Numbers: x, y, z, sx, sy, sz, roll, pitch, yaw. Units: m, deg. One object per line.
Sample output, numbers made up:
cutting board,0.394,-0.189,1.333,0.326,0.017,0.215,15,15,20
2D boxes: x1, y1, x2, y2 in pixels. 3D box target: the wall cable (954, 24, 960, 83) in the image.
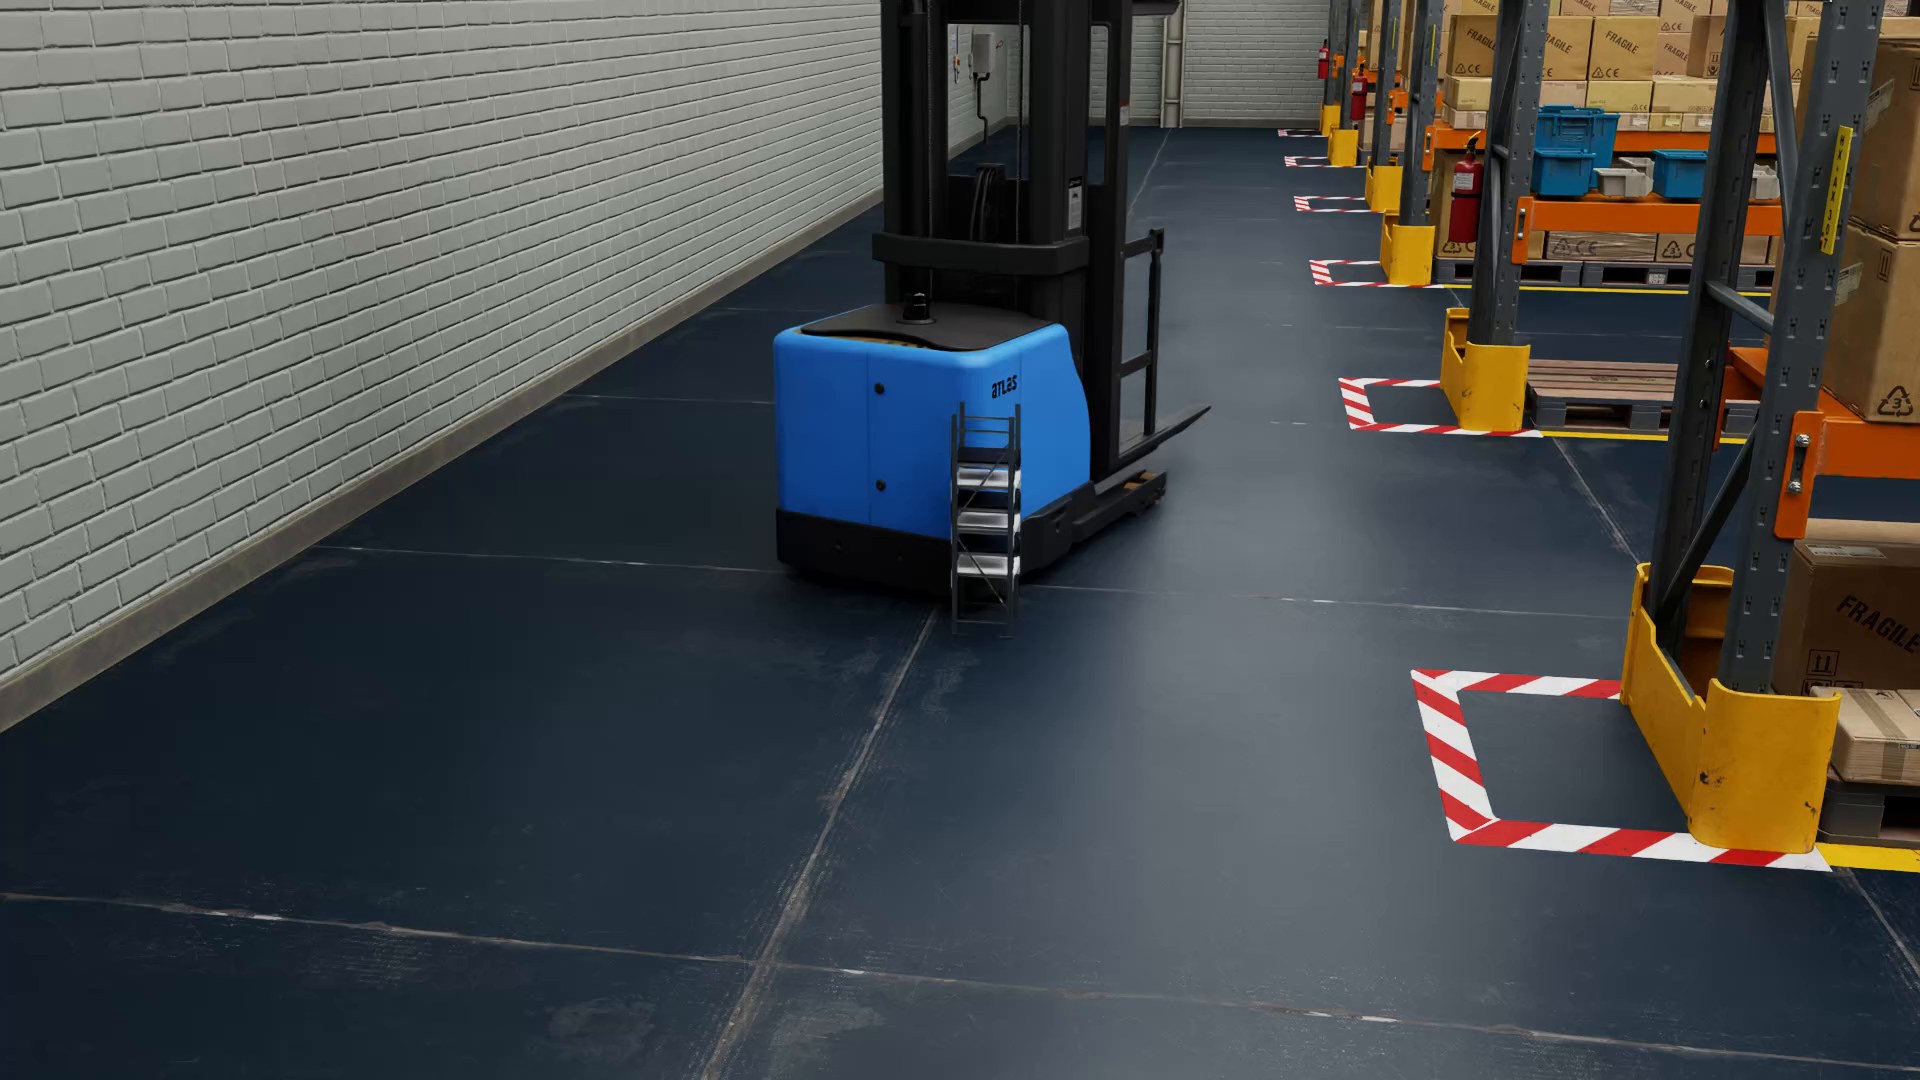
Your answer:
wall cable,-0.028,-7.663,24.249,0.123,1.953,0.585,3,19,9

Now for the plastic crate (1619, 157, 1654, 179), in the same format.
plastic crate,4.020,-2.153,9.752,0.243,0.136,0.396,3,19,9

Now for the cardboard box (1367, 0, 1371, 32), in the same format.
cardboard box,6.057,-7.462,23.565,0.500,0.500,0.500,4,19,10

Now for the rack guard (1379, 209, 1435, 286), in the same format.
rack guard,3.948,-2.601,14.710,0.348,0.500,1.175,3,19,9

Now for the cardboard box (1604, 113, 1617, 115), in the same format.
cardboard box,5.285,-3.494,13.835,0.250,0.149,0.380,3,19,8

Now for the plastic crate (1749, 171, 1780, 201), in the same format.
plastic crate,4.351,-1.945,9.132,0.298,0.136,0.250,3,19,9

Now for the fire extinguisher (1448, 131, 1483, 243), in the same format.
fire extinguisher,3.109,-2.170,10.192,0.183,0.674,0.296,3,19,9

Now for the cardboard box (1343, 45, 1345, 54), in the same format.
cardboard box,6.697,-8.394,28.478,0.250,0.149,0.380,3,19,8

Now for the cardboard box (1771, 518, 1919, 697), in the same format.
cardboard box,2.972,0.245,5.511,0.500,0.500,0.500,3,19,9

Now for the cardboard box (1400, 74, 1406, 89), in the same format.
cardboard box,5.225,-5.287,19.194,0.250,0.149,0.380,3,19,9

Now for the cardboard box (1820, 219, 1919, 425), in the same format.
cardboard box,2.793,-0.625,4.706,0.500,0.500,0.500,3,19,10

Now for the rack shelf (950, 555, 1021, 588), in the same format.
rack shelf,0.102,0.126,6.602,0.258,0.077,0.200,3,19,8

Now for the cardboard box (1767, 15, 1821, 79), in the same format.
cardboard box,7.004,-4.141,13.959,0.500,0.500,0.500,3,19,9

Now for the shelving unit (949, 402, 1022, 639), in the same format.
shelving unit,0.102,-0.076,6.534,0.258,0.900,0.210,3,19,8

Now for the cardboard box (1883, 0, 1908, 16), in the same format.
cardboard box,12.382,-6.976,22.113,0.500,0.500,0.500,3,19,10

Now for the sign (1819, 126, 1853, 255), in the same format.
sign,2.311,-0.923,4.390,0.005,0.325,0.100,3,19,9

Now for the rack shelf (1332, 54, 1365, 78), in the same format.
rack shelf,8.302,-8.003,28.050,4.000,0.370,1.077,3,19,9

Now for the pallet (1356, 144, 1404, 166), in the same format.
pallet,6.345,-5.552,23.984,1.213,0.211,1.003,3,19,9

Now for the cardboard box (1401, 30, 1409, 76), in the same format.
cardboard box,5.342,-5.581,19.049,0.500,0.500,0.500,3,19,10

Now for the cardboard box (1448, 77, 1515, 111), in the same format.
cardboard box,4.403,-3.747,13.962,0.500,0.250,0.500,2,19,7

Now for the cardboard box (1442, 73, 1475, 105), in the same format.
cardboard box,4.492,-3.914,14.462,0.500,0.250,0.500,3,19,8

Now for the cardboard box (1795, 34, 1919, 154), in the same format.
cardboard box,2.880,-1.267,5.051,0.500,0.500,0.500,3,19,8

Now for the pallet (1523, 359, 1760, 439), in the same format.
pallet,3.994,-0.858,9.955,1.213,0.211,1.003,3,19,9

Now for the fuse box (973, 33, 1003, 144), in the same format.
fuse box,0.450,-7.206,26.565,0.414,1.711,0.539,3,19,9

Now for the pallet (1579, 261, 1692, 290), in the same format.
pallet,5.974,-2.385,14.520,1.213,0.211,1.003,3,19,9

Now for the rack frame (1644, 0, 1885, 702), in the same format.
rack frame,2.396,-0.682,5.035,0.127,3.000,1.000,3,19,9

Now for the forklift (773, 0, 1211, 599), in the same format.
forklift,0.366,-1.569,7.793,1.130,2.935,3.031,10,21,28

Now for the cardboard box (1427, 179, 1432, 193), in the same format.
cardboard box,5.325,-4.055,18.946,0.250,0.149,0.380,3,19,10

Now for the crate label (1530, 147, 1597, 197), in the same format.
crate label,3.377,-2.067,9.344,0.303,0.233,0.416,3,19,9

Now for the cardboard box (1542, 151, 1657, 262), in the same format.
cardboard box,5.515,-2.924,14.422,0.875,0.875,0.875,3,19,9

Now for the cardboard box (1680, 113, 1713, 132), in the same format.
cardboard box,6.048,-3.455,13.720,0.250,0.149,0.380,3,19,10

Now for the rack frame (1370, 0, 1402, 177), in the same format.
rack frame,4.858,-5.334,18.939,0.127,3.000,1.000,3,19,9

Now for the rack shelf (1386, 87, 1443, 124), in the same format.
rack shelf,6.833,-4.892,18.752,4.000,0.370,1.077,3,19,9

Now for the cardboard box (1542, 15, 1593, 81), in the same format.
cardboard box,4.896,-4.077,13.767,0.500,0.500,0.500,2,19,7

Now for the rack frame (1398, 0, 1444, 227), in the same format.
rack frame,3.971,-3.785,14.310,0.127,3.000,1.000,3,19,9

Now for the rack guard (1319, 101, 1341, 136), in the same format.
rack guard,6.402,-7.256,28.622,0.348,0.500,1.175,3,19,9

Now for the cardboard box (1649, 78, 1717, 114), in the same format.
cardboard box,5.928,-3.671,13.737,0.500,0.250,0.500,3,19,8

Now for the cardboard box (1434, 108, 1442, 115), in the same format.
cardboard box,8.260,-7.285,28.048,0.500,0.500,0.500,3,19,10

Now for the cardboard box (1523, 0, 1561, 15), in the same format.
cardboard box,6.268,-5.834,18.232,0.500,0.500,0.500,2,19,7

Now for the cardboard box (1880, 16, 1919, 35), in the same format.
cardboard box,7.425,-3.949,13.385,0.500,0.500,0.500,3,19,10

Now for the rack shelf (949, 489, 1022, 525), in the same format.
rack shelf,0.102,-0.130,6.516,0.258,0.077,0.200,3,19,8

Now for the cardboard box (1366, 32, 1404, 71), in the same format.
cardboard box,5.972,-6.823,23.232,0.500,0.500,0.500,3,19,8

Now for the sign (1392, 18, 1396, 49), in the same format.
sign,4.772,-5.575,18.293,0.005,0.325,0.100,3,19,9

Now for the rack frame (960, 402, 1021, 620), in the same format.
rack frame,0.117,-0.108,6.629,0.240,0.900,0.006,3,19,8

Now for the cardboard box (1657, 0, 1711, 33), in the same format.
cardboard box,7.789,-5.759,18.006,0.500,0.500,0.500,2,19,7

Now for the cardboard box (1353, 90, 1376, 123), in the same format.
cardboard box,6.916,-7.400,28.386,0.637,0.503,0.797,2,19,6
